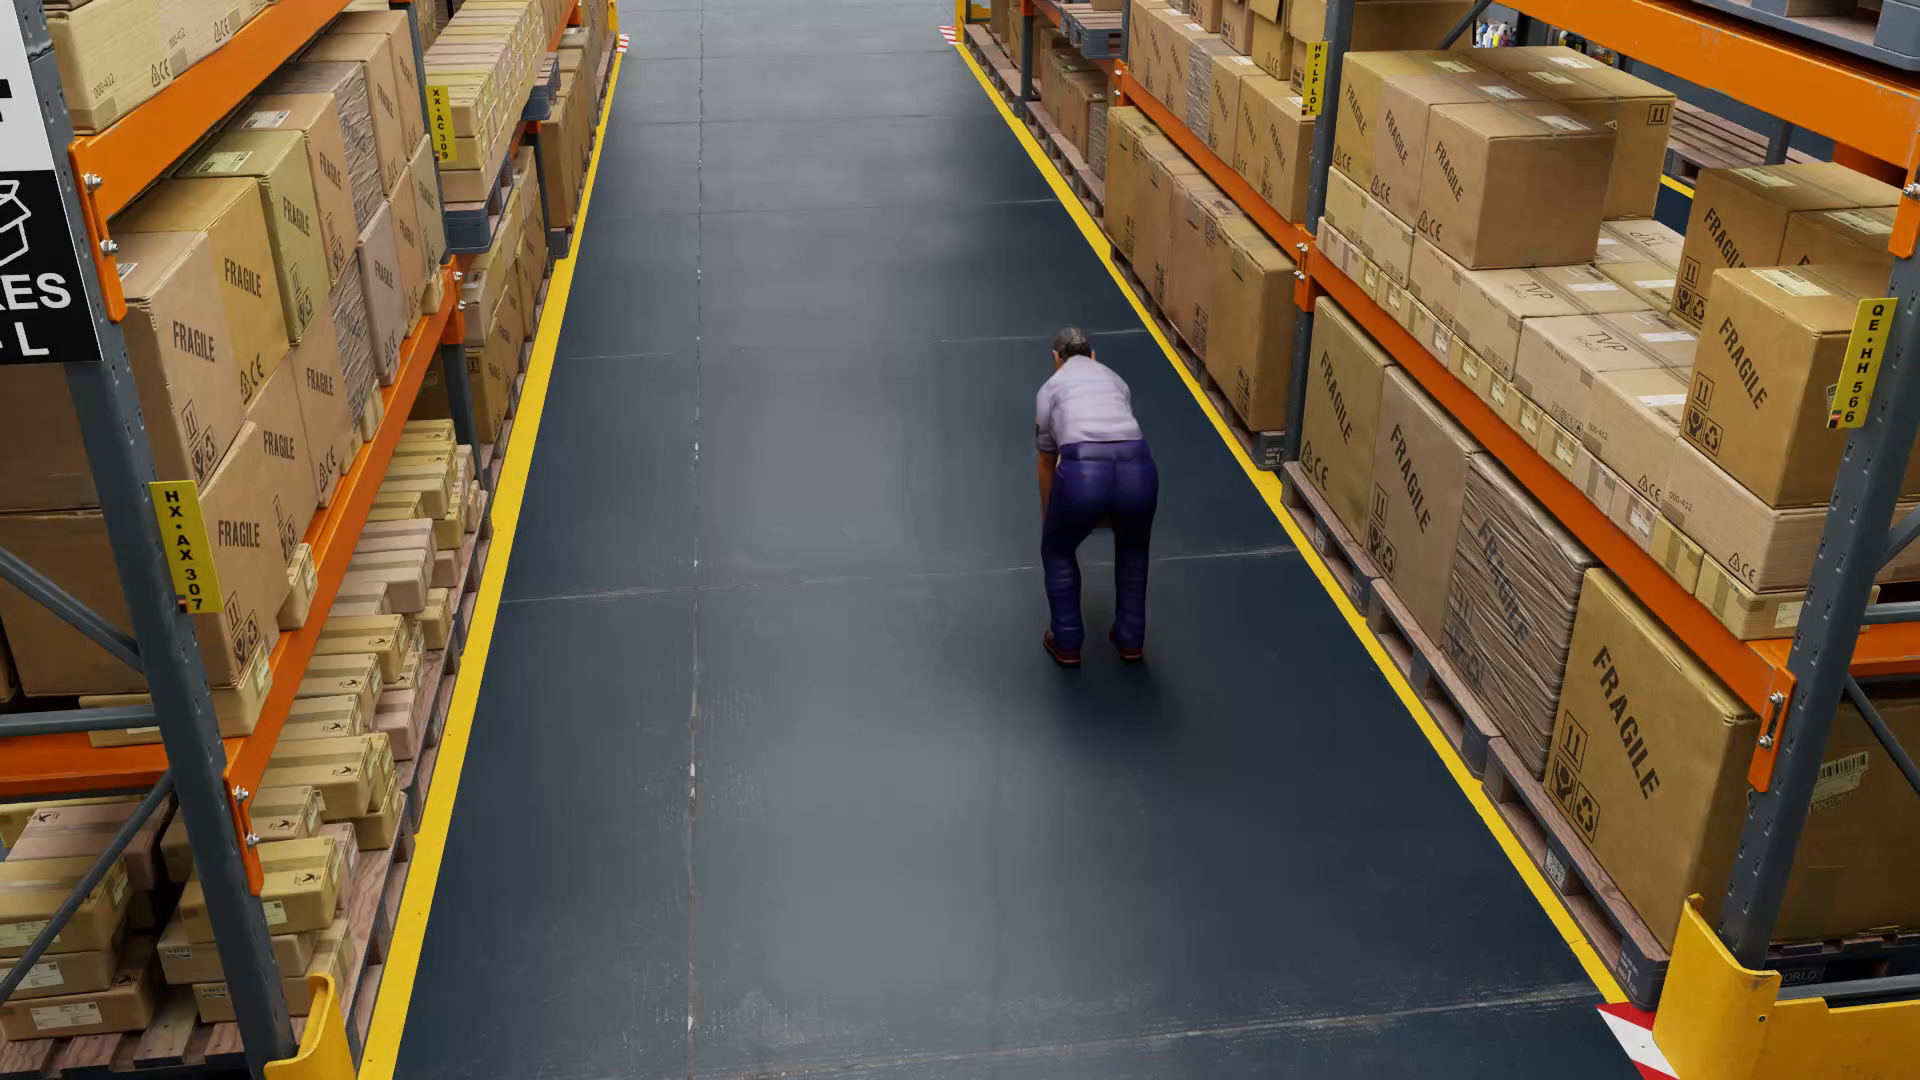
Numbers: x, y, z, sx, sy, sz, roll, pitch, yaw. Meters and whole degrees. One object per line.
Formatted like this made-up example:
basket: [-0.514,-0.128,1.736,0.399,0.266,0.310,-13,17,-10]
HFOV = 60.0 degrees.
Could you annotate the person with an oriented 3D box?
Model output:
person: [0.563,-0.267,6.642,0.513,1.654,0.397,-4,28,-8]
